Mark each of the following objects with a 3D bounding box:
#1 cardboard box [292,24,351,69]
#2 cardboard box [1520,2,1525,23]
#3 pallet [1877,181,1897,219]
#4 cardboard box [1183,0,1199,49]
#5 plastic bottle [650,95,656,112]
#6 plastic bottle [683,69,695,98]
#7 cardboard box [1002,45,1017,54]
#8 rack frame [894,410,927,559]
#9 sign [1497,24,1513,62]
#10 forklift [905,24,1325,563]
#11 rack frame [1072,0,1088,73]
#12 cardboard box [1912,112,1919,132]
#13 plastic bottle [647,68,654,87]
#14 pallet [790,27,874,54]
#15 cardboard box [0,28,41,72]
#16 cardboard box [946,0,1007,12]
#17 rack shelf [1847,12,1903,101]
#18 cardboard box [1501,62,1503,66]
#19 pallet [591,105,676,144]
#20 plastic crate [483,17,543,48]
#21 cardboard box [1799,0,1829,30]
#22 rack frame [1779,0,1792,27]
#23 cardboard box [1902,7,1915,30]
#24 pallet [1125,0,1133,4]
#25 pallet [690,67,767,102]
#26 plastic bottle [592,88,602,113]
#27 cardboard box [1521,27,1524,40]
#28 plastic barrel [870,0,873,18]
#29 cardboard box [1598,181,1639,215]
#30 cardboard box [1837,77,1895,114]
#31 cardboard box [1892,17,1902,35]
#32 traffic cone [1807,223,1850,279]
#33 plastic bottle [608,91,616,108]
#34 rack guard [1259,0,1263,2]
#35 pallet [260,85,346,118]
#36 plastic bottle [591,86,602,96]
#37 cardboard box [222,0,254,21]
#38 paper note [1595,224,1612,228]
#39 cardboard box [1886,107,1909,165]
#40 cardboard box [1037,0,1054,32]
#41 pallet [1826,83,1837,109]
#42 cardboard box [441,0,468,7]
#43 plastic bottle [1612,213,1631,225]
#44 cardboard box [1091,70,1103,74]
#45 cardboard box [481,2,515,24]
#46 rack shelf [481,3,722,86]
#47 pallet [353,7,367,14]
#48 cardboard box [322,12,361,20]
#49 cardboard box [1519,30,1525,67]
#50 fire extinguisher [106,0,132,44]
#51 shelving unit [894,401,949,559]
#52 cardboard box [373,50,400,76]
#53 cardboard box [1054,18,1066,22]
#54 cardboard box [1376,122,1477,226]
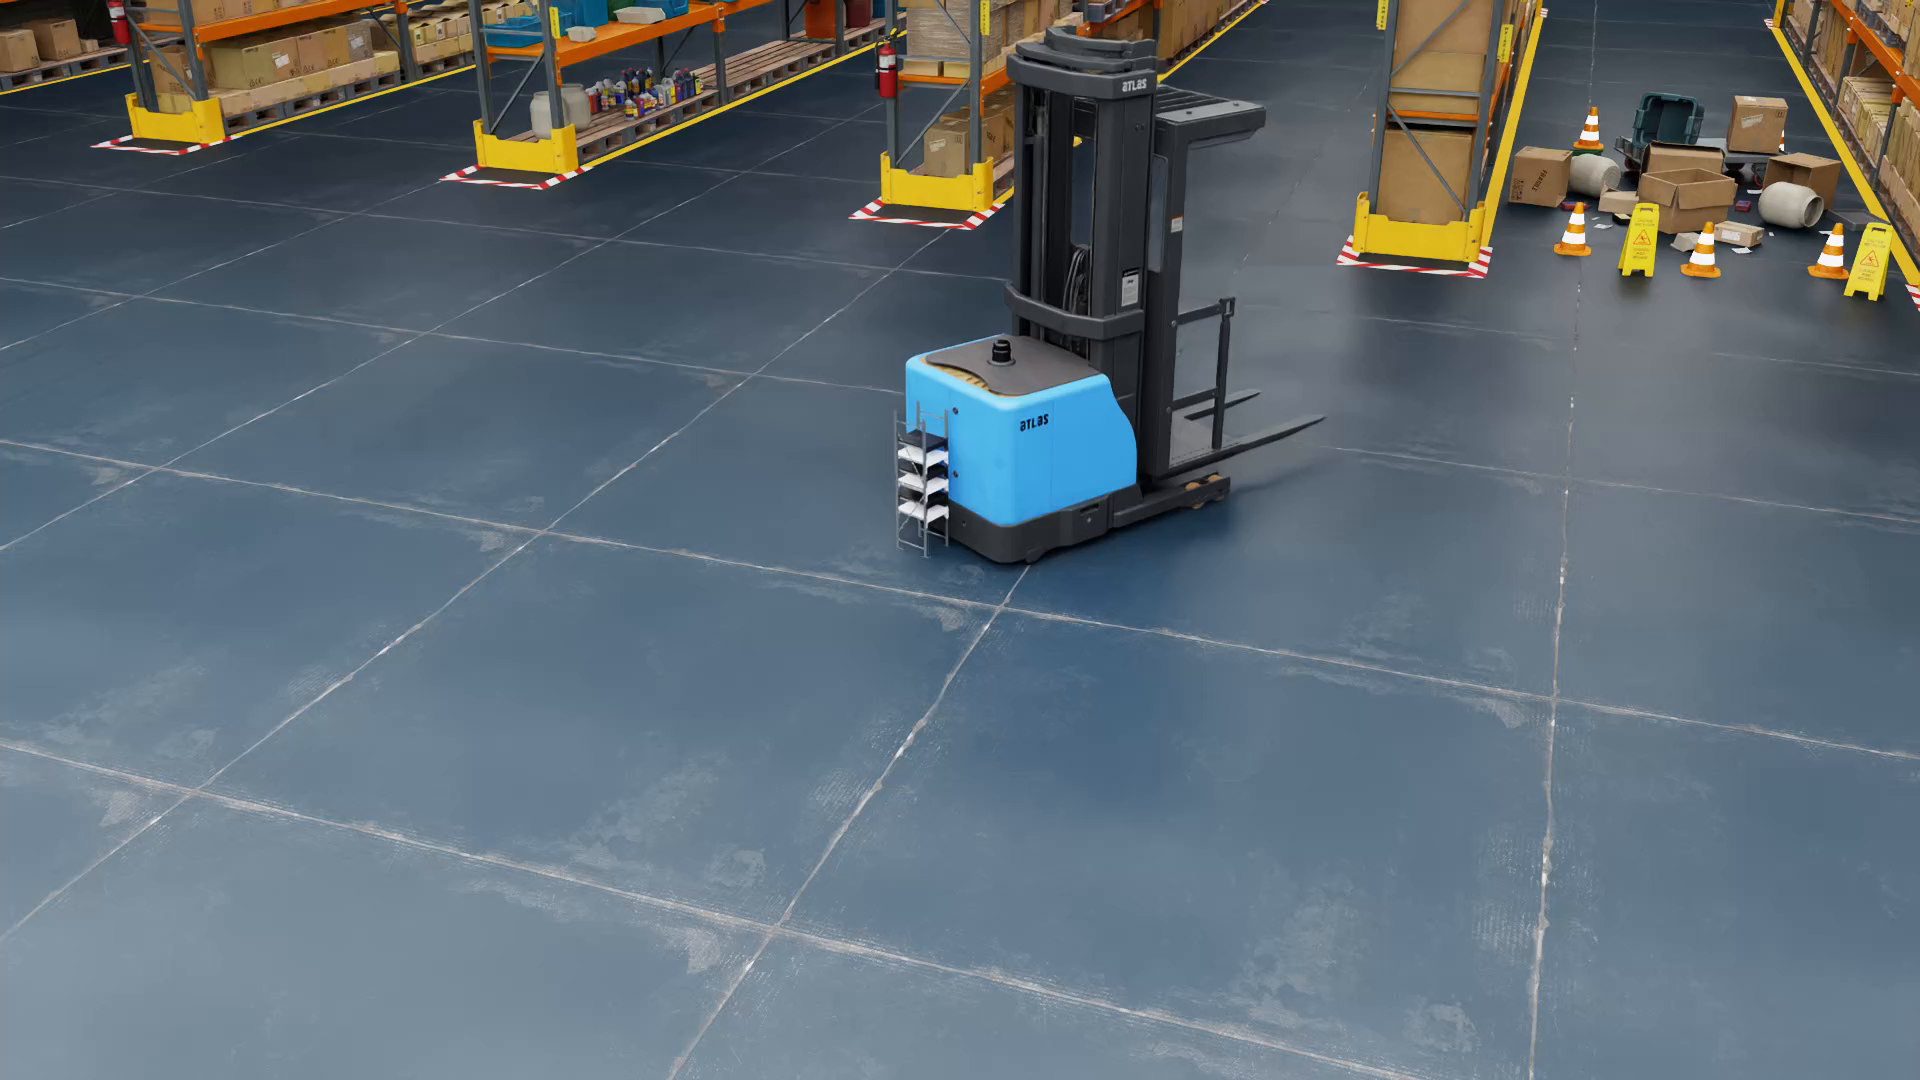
[{"bbox_3d":[-8.566,-6.620,22.294,0.500,0.500,0.500,9,27,17],"label":"cardboard box"},{"bbox_3d":[6.640,-6.608,20.341,0.500,0.500,0.500,9,27,18],"label":"cardboard box"},{"bbox_3d":[10.218,-3.552,17.344,1.003,0.211,1.213,9,27,17],"label":"pallet"},{"bbox_3d":[2.947,-8.048,25.385,1.225,0.875,0.875,9,27,18],"label":"cardboard box"},{"bbox_3d":[-3.862,-5.461,20.793,0.097,0.201,0.097,0,26,0],"label":"plastic bottle"},{"bbox_3d":[-3.551,-5.943,21.617,0.144,0.351,0.185,8,27,16],"label":"plastic bottle"},{"bbox_3d":[0.403,-5.259,17.958,0.380,0.149,0.250,9,27,17],"label":"cardboard box"},{"bbox_3d":[-0.293,-0.323,9.884,0.240,0.900,0.006,20,32,35],"label":"rack frame"},{"bbox_3d":[4.897,-4.463,14.941,0.100,0.325,0.005,9,27,17],"label":"sign"},{"bbox_3d":[1.130,-1.684,10.364,3.031,2.935,1.130,-19,31,-33],"label":"forklift"},{"bbox_3d":[1.063,-6.525,20.285,1.000,3.000,0.127,9,27,17],"label":"rack frame"},{"bbox_3d":[9.603,-4.101,16.346,0.380,0.149,0.250,10,28,20],"label":"cardboard box"},{"bbox_3d":[-4.127,-6.146,22.128,0.097,0.271,0.097,0,26,0],"label":"plastic bottle"},{"bbox_3d":[-2.054,-7.962,26.453,1.003,0.211,1.213,9,27,17],"label":"pallet"},{"bbox_3d":[-13.485,-6.909,23.441,0.700,0.500,0.500,7,27,14],"label":"cardboard box"},{"bbox_3d":[0.172,-5.697,16.971,0.500,0.500,0.500,9,27,17],"label":"cardboard box"},{"bbox_3d":[11.073,-5.586,19.171,1.077,0.370,4.000,9,27,17],"label":"rack shelf"},{"bbox_3d":[5.433,-5.449,17.891,0.875,0.550,0.550,9,27,17],"label":"cardboard box"},{"bbox_3d":[-4.275,-5.216,20.780,1.003,0.211,1.213,9,27,17],"label":"pallet"},{"bbox_3d":[-5.055,-5.782,18.920,0.499,0.251,0.616,9,27,17],"label":"plastic crate"},{"bbox_3d":[13.979,-8.392,26.599,0.875,0.438,0.875,9,27,19],"label":"cardboard box"},{"bbox_3d":[14.401,-10.020,27.502,1.000,3.000,0.127,9,27,17],"label":"rack frame"},{"bbox_3d":[10.345,-5.679,17.600,0.500,0.500,0.500,8,27,16],"label":"cardboard box"},{"bbox_3d":[1.774,-7.263,22.029,1.003,0.211,1.213,9,27,17],"label":"pallet"},{"bbox_3d":[-3.383,-6.317,23.054,1.003,0.211,1.213,9,27,17],"label":"pallet"},{"bbox_3d":[-4.531,-5.478,20.734,0.061,0.283,0.133,9,27,17],"label":"plastic bottle"},{"bbox_3d":[7.495,-7.058,22.911,0.500,0.250,0.500,8,27,15],"label":"cardboard box"},{"bbox_3d":[-1.651,-8.869,27.499,0.421,0.512,0.421,0,26,0],"label":"plastic barrel"},{"bbox_3d":[6.871,-3.560,17.299,0.396,0.266,0.258,14,29,26],"label":"cardboard box"},{"bbox_3d":[11.541,-5.508,20.716,0.950,0.372,0.625,7,27,14],"label":"cardboard box"},{"bbox_3d":[10.475,-5.633,18.248,0.380,0.149,0.250,8,27,17],"label":"cardboard box"},{"bbox_3d":[8.003,-2.666,15.226,0.336,0.463,0.334,9,27,17],"label":"traffic cone"},{"bbox_3d":[-4.406,-5.582,21.044,0.097,0.201,0.097,0,26,0],"label":"plastic bottle"},{"bbox_3d":[5.064,-10.341,31.035,1.175,0.500,0.348,9,27,17],"label":"rack guard"},{"bbox_3d":[-8.986,-5.885,22.162,1.003,0.211,1.213,9,27,17],"label":"pallet"},{"bbox_3d":[-4.585,-5.547,20.885,0.152,0.276,0.135,8,27,16],"label":"plastic bottle"},{"bbox_3d":[-9.271,-6.771,20.678,0.700,0.500,0.500,9,27,19],"label":"cardboard box"},{"bbox_3d":[6.484,-3.165,16.753,0.144,0.017,0.142,20,32,35],"label":"paper note"},{"bbox_3d":[9.957,-4.174,17.241,0.500,0.500,0.500,10,28,20],"label":"cardboard box"},{"bbox_3d":[0.584,-6.108,18.967,0.875,0.500,0.500,9,27,17],"label":"cardboard box"},{"bbox_3d":[12.072,-5.790,21.966,1.003,0.211,1.213,9,27,17],"label":"pallet"},{"bbox_3d":[-7.737,-8.212,25.799,0.500,0.311,0.500,8,27,16],"label":"cardboard box"},{"bbox_3d":[6.741,-3.282,16.958,0.133,0.061,0.283,0,26,-1],"label":"plastic bottle"},{"bbox_3d":[1.464,-6.041,21.648,0.700,0.500,0.500,9,27,17],"label":"cardboard box"},{"bbox_3d":[-7.226,-8.139,25.647,0.500,0.311,0.500,9,27,17],"label":"cardboard box"},{"bbox_3d":[-4.274,-6.098,20.228,1.077,0.370,4.000,9,27,17],"label":"rack shelf"},{"bbox_3d":[-11.286,-9.382,29.385,1.003,0.211,1.213,9,27,17],"label":"pallet"},{"bbox_3d":[-8.727,-7.107,23.300,0.500,0.500,0.500,9,27,17],"label":"cardboard box"},{"bbox_3d":[7.677,-6.933,23.514,0.500,0.500,0.500,9,27,18],"label":"cardboard box"},{"bbox_3d":[-10.086,-6.304,19.916,0.296,0.674,0.183,9,27,17],"label":"fire extinguisher"},{"bbox_3d":[-0.228,-0.357,9.954,0.258,0.900,0.210,20,32,35],"label":"shelving unit"},{"bbox_3d":[-8.226,-6.693,23.304,0.500,0.250,0.500,9,27,17],"label":"cardboard box"},{"bbox_3d":[1.036,-6.086,19.666,0.380,0.149,0.250,9,27,17],"label":"cardboard box"},{"bbox_3d":[4.539,-3.642,16.286,0.875,0.875,0.875,9,27,18],"label":"cardboard box"}]
